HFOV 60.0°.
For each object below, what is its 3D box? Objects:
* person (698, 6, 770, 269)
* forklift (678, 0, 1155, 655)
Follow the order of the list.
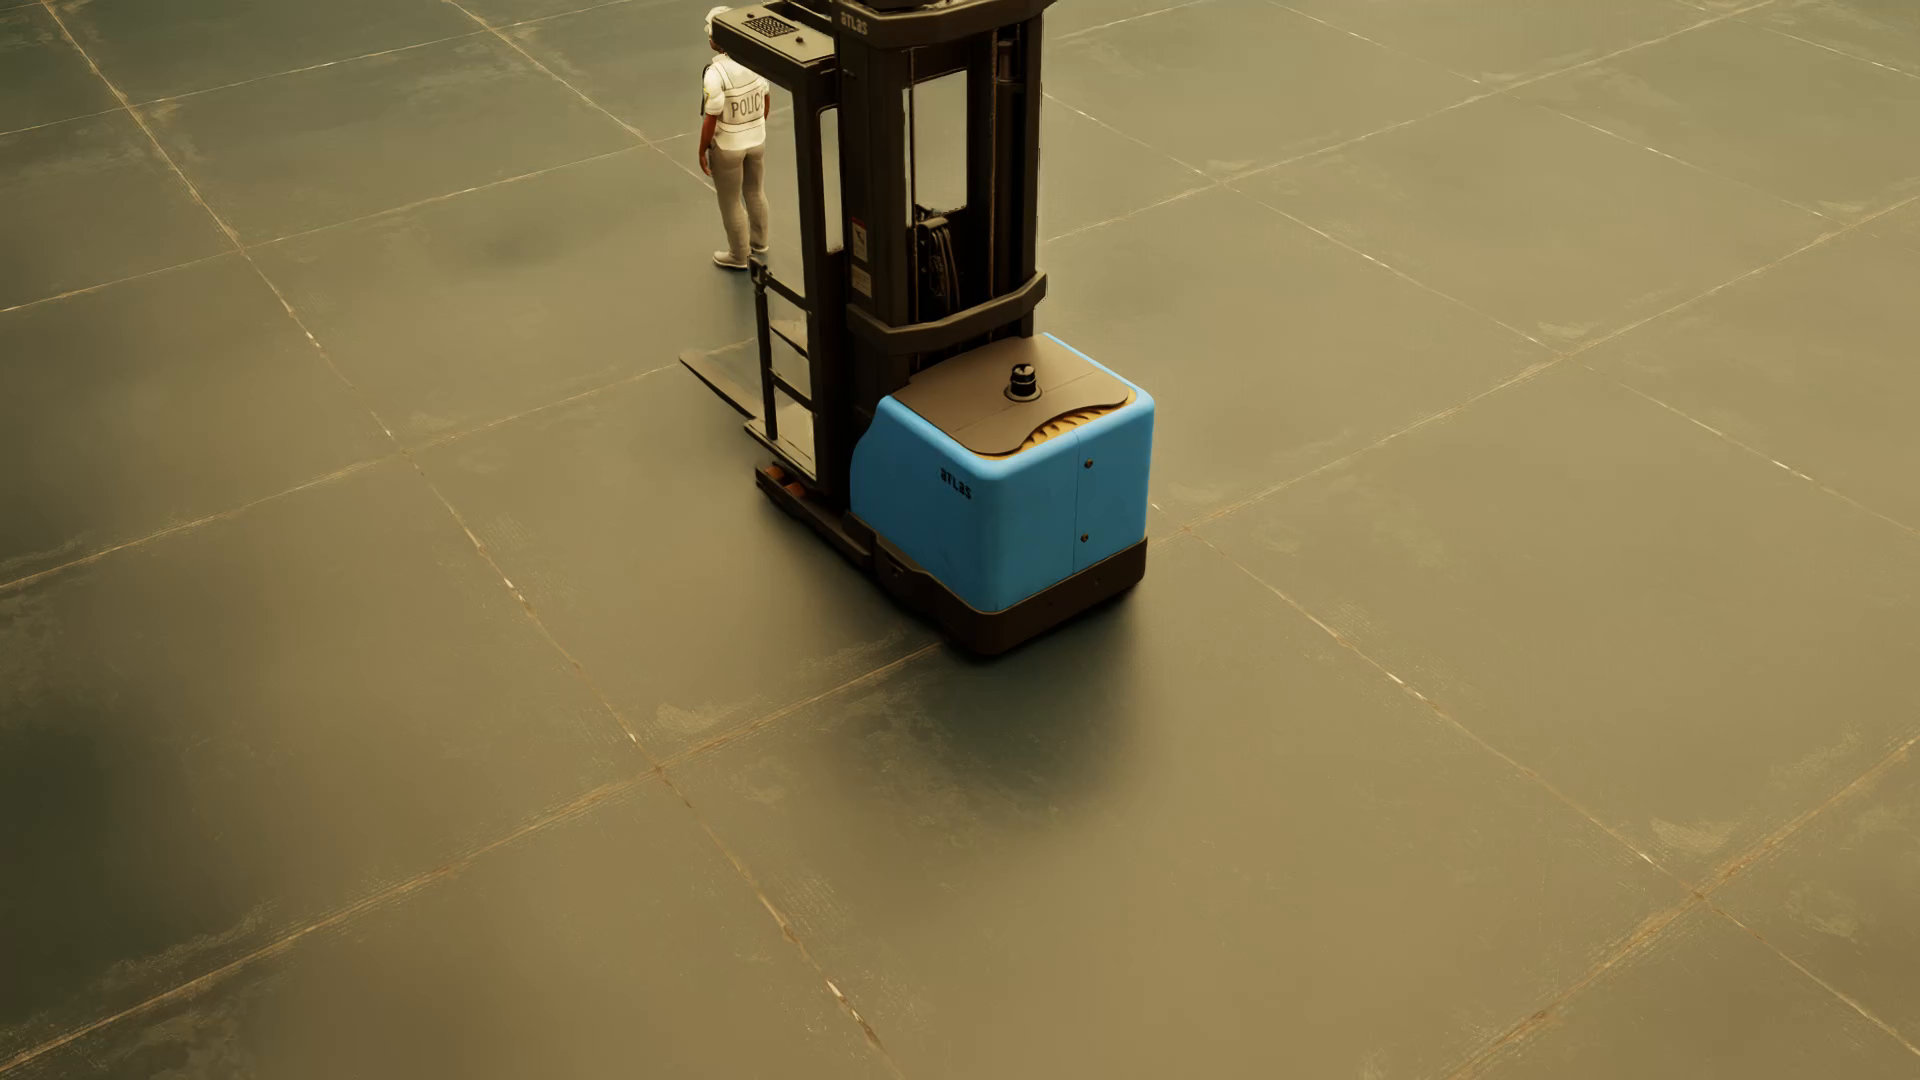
[{"bbox_3d":[-1.433,-2.494,10.353,0.512,1.702,0.554,29,45,34],"label":"person"},{"bbox_3d":[-0.409,-1.471,7.933,1.130,2.935,3.031,-25,43,-30],"label":"forklift"}]
